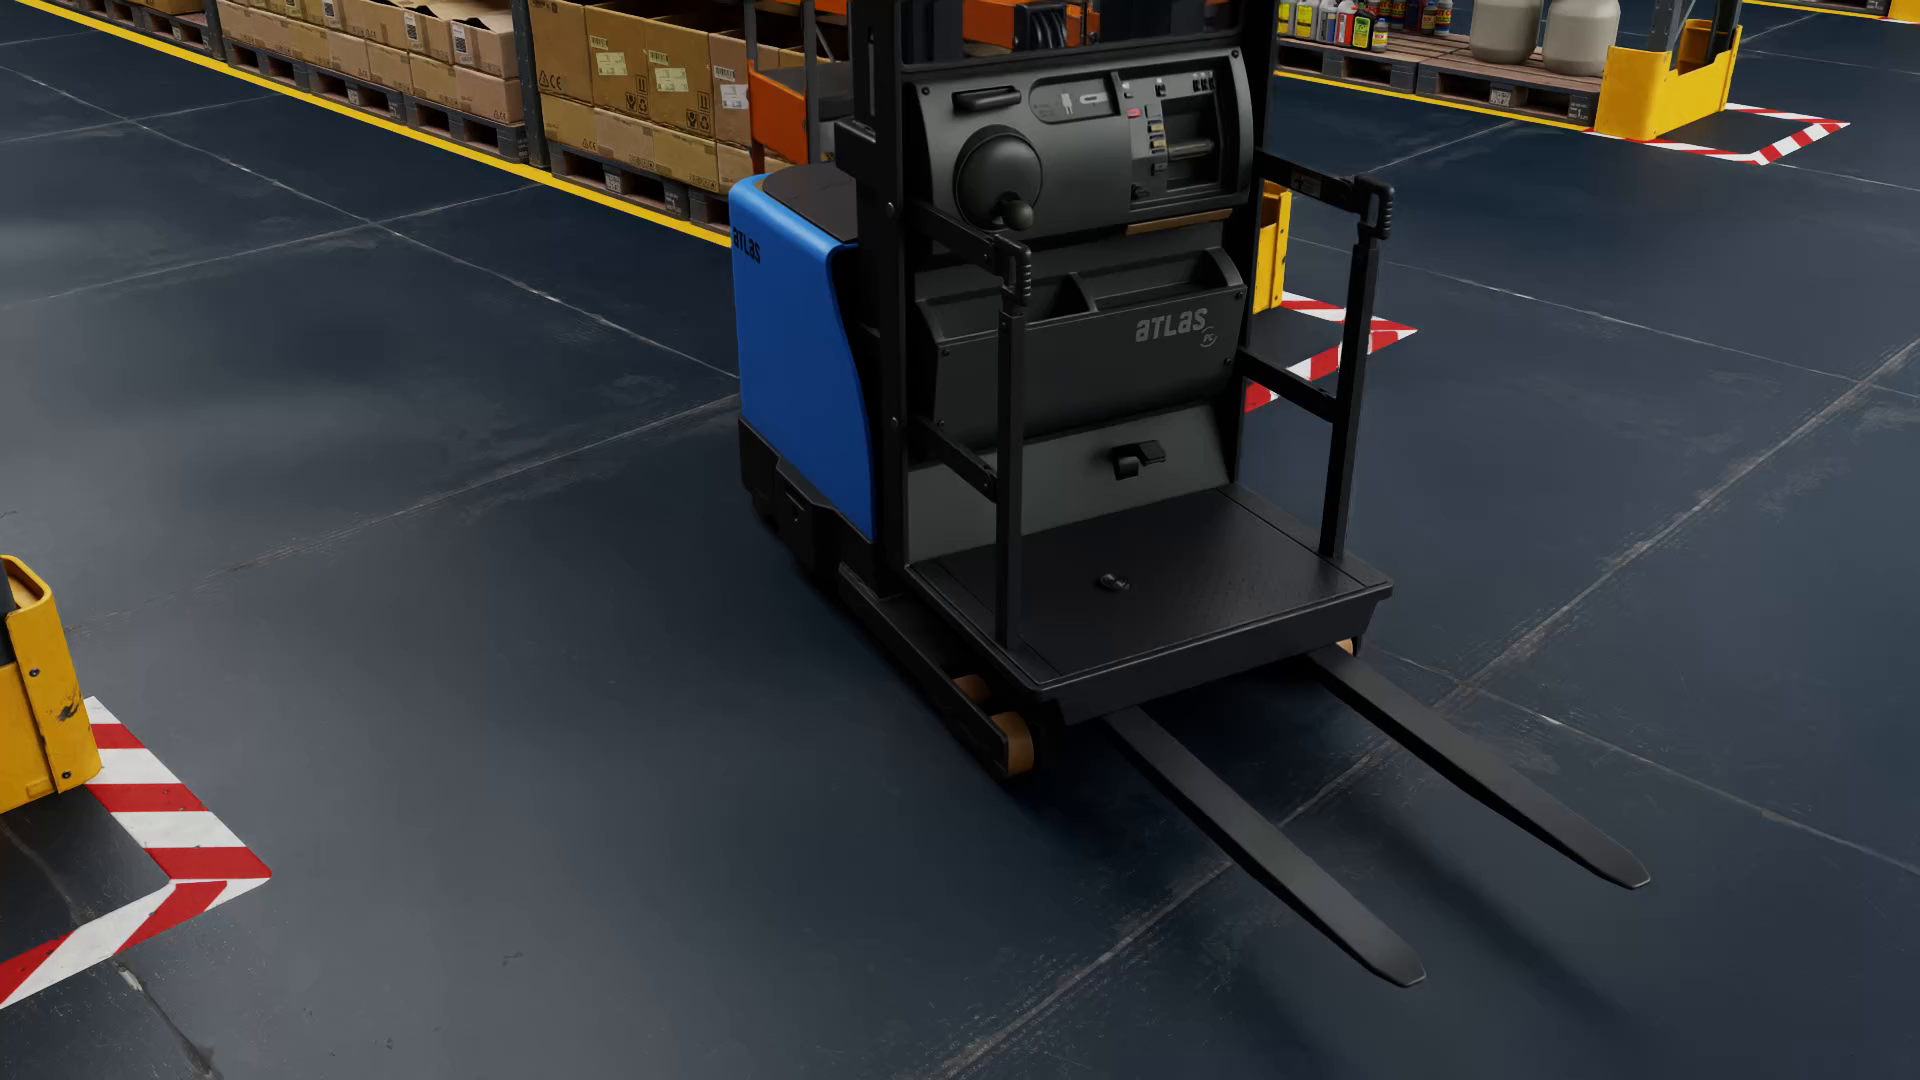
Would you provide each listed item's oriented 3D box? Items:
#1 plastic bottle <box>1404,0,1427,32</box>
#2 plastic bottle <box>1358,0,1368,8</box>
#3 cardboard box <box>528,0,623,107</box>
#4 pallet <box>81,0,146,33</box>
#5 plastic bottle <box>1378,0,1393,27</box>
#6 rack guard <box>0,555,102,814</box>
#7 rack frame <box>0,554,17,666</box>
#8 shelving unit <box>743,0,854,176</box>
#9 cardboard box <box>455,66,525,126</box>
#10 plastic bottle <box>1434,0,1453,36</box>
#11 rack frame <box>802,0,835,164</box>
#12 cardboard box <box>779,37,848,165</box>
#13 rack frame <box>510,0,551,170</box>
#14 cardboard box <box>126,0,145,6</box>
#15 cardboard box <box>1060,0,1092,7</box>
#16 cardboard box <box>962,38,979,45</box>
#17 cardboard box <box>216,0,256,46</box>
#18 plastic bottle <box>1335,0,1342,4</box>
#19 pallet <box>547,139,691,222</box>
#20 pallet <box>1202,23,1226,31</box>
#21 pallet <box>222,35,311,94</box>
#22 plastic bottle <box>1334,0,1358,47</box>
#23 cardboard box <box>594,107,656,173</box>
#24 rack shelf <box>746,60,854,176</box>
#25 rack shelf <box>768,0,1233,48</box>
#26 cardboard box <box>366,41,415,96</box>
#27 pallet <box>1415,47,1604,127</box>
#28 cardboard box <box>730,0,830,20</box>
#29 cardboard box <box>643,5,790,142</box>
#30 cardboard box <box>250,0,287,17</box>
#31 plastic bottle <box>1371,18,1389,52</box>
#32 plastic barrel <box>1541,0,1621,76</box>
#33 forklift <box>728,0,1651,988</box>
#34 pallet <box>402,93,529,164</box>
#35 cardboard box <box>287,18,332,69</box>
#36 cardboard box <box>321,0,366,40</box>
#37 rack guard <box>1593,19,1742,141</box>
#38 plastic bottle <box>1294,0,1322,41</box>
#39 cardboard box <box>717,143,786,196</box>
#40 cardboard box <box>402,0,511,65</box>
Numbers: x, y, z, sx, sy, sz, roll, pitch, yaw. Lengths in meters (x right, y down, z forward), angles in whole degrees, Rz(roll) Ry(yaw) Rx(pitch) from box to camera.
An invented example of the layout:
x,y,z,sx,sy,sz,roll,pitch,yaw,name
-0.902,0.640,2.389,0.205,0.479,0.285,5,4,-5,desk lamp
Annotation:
x,y,z,sx,sy,sz,roll,pitch,yaw,name
3.125,-3.641,11.398,0.061,0.283,0.133,-25,36,-38,plastic bottle
2.813,-3.767,11.649,0.097,0.271,0.097,0,28,0,plastic bottle
-1.869,-2.582,8.635,0.500,0.500,0.500,25,36,38,cardboard box
-6.204,-4.262,13.128,1.213,0.211,1.003,25,36,38,pallet
2.958,-3.701,11.523,0.097,0.271,0.097,0,28,0,plastic bottle
-2.652,0.495,3.771,0.348,0.500,1.175,25,36,38,rack guard
-2.598,-0.586,3.142,0.127,3.000,1.000,25,36,38,rack frame
-0.408,-1.307,5.480,0.431,2.100,0.503,-14,31,-25,shelving unit
-2.479,-2.544,9.369,0.500,0.250,0.500,24,36,38,cardboard box
3.273,-3.556,11.249,0.097,0.271,0.097,0,28,0,plastic bottle
-0.293,-1.207,5.289,0.400,2.100,0.015,-14,31,-25,rack frame
-0.442,-1.930,7.394,0.500,0.500,0.500,25,36,38,cardboard box
-1.980,-3.536,8.753,0.127,3.000,1.000,25,36,38,rack frame
-6.033,-4.326,12.468,0.500,0.500,0.500,23,35,37,cardboard box
0.548,-2.432,6.545,0.500,0.500,0.700,25,36,38,cardboard box
-0.078,-2.102,7.722,0.500,0.500,0.500,25,36,38,cardboard box
-4.665,-3.542,11.267,0.500,0.250,0.500,24,36,38,cardboard box
2.637,-3.831,11.767,0.152,0.276,0.135,-25,36,-38,plastic bottle
-1.442,-2.029,8.882,1.213,0.211,1.003,25,36,38,pallet
1.945,-3.712,12.082,1.213,0.211,1.003,25,36,38,pallet
-4.273,-3.326,11.348,1.213,0.211,1.003,25,36,38,pallet
2.570,-3.408,10.962,0.135,0.276,0.152,25,37,39,plastic bottle
-1.509,-2.089,8.502,0.500,0.250,0.500,25,36,38,cardboard box
-0.408,-1.295,5.486,0.431,0.518,0.480,-14,31,-25,rack shelf
-0.554,-2.565,7.679,4.000,0.370,1.077,25,36,38,rack shelf
-3.204,-2.877,10.001,0.500,0.250,0.500,-24,36,-38,cardboard box
3.685,-2.916,10.568,1.213,0.211,1.003,25,36,38,pallet
-0.789,-2.430,8.345,0.500,0.500,0.500,25,36,38,cardboard box
-1.156,-2.256,8.014,0.500,0.500,0.500,25,36,38,cardboard box
-4.284,-3.622,10.815,0.500,0.311,0.500,24,36,37,cardboard box
2.731,-3.284,10.806,0.097,0.201,0.097,0,28,0,plastic bottle
3.825,-3.148,10.236,0.421,0.512,0.421,0,28,0,plastic barrel
0.423,-0.946,3.899,1.130,2.935,3.031,-14,31,-25,forklift
-2.533,-2.530,9.834,1.213,0.211,1.003,25,36,38,pallet
-3.931,-3.211,10.636,0.500,0.250,0.500,23,36,37,cardboard box
-3.555,-3.287,10.179,0.500,0.311,0.500,24,36,38,cardboard box
4.260,-2.777,9.994,0.348,0.500,1.175,25,36,38,rack guard
2.350,-3.539,11.131,0.144,0.351,0.185,-24,36,-37,plastic bottle
-0.795,-1.763,7.882,0.500,0.250,0.500,25,36,38,cardboard box
-2.845,-2.958,9.553,0.500,0.311,0.500,-24,36,-38,cardboard box
